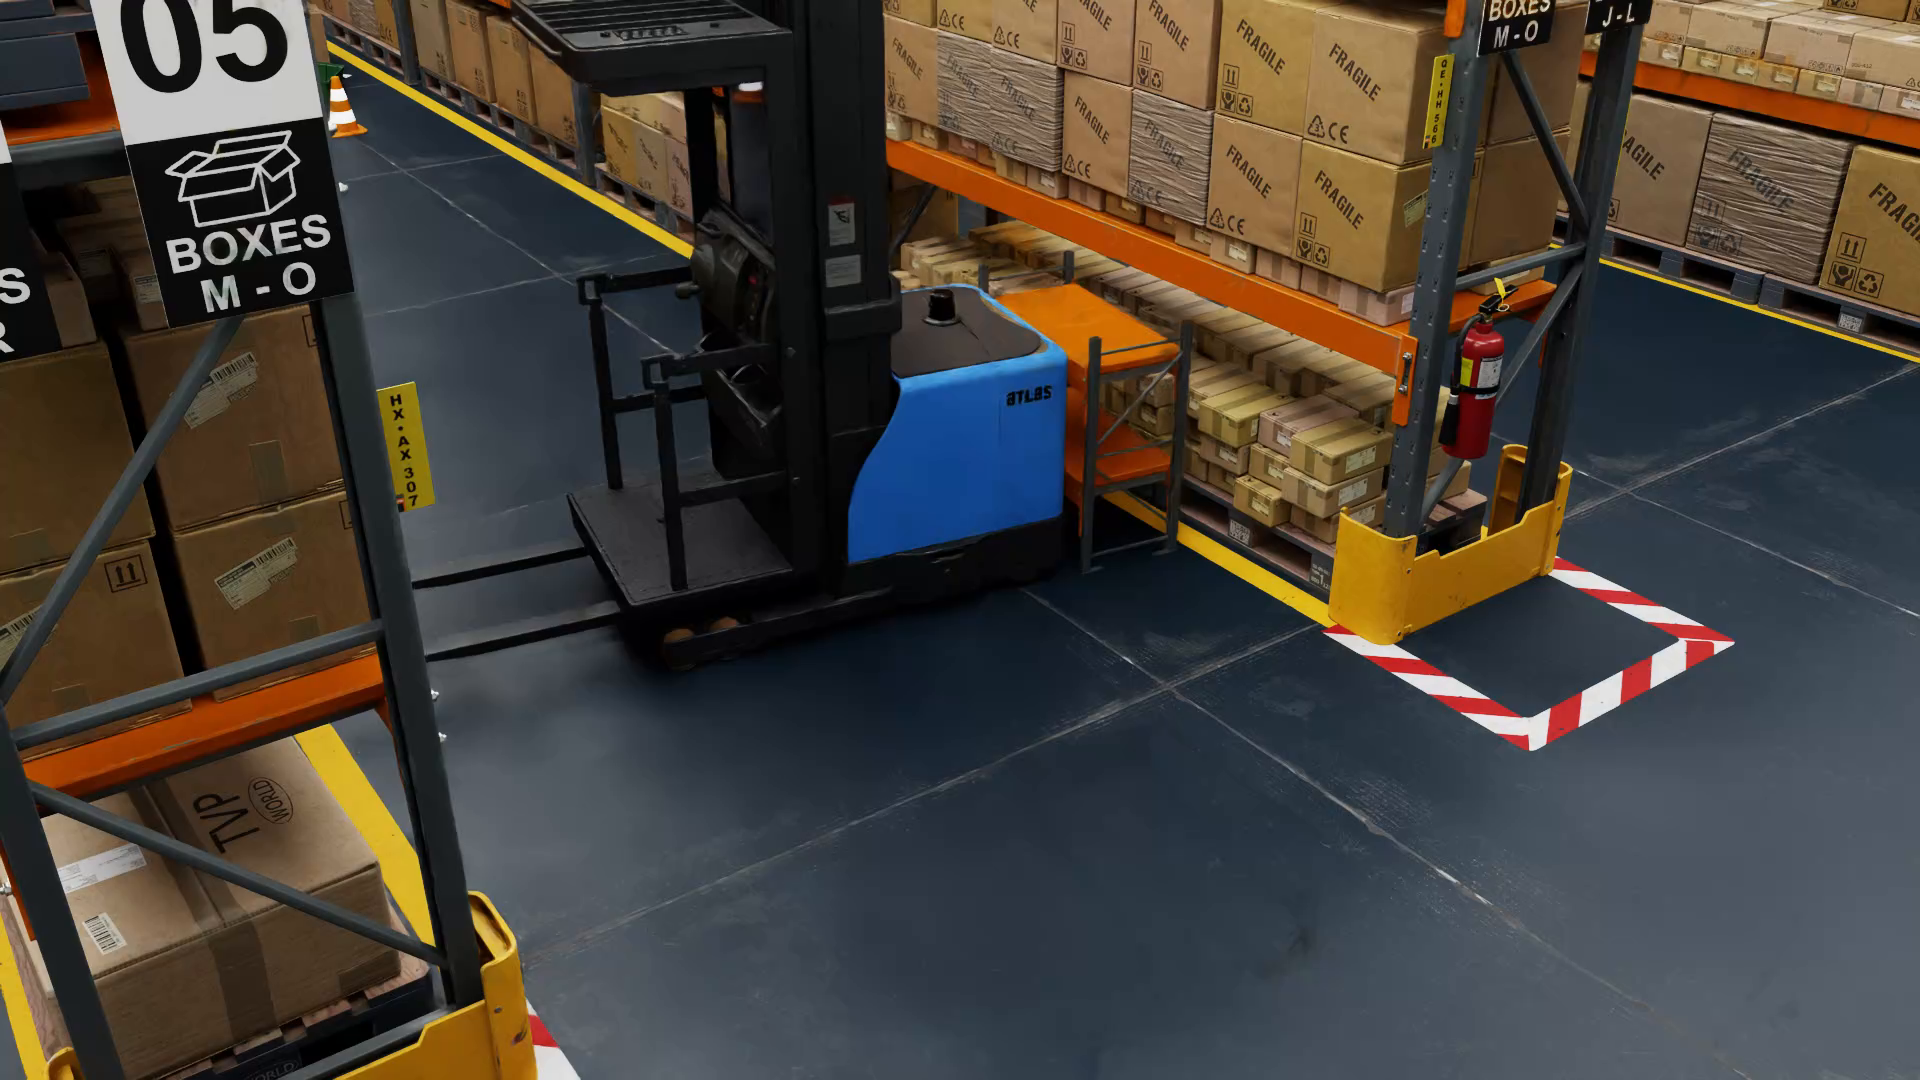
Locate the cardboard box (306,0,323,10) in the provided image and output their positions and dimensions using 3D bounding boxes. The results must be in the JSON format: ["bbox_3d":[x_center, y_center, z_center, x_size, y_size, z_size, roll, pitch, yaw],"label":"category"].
[{"bbox_3d":[-6.658,-6.290,17.975,0.875,0.875,0.875,-19,34,-30],"label":"cardboard box"}]

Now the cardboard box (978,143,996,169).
[{"bbox_3d":[0.313,-2.032,8.612,0.380,0.149,0.250,-20,35,-33],"label":"cardboard box"}]

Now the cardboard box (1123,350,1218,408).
[{"bbox_3d":[1.009,-0.779,7.966,0.380,0.149,0.250,-17,33,-29],"label":"cardboard box"}]

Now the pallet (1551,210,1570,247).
[{"bbox_3d":[4.331,-2.410,11.967,1.003,0.211,1.213,-19,34,-31],"label":"pallet"}]

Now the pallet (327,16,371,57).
[{"bbox_3d":[-5.875,-5.296,17.280,1.003,0.211,1.213,-19,34,-31],"label":"pallet"}]

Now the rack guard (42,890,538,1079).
[{"bbox_3d":[-1.784,1.453,4.550,1.175,0.500,0.348,-19,34,-31],"label":"rack guard"}]

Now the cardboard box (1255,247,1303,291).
[{"bbox_3d":[1.484,-1.203,7.085,0.380,0.149,0.250,-19,34,-31],"label":"cardboard box"}]

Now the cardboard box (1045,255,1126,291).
[{"bbox_3d":[0.691,-1.440,9.183,0.380,0.149,0.250,-18,33,-29],"label":"cardboard box"}]

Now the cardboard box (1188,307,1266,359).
[{"bbox_3d":[1.369,-1.061,8.485,0.380,0.149,0.250,-18,33,-30],"label":"cardboard box"}]

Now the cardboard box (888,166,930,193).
[{"bbox_3d":[-0.358,-2.395,10.411,0.500,0.250,0.500,-20,35,-33],"label":"cardboard box"}]

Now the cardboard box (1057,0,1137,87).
[{"bbox_3d":[0.795,-2.389,7.541,0.500,0.500,0.500,-20,34,-32],"label":"cardboard box"}]

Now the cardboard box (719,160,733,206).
[{"bbox_3d":[-1.371,-2.323,11.064,0.500,0.500,0.500,-20,34,-32],"label":"cardboard box"}]

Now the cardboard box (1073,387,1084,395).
[{"bbox_3d":[0.707,-0.856,8.419,0.380,0.149,0.250,-18,34,-30],"label":"cardboard box"}]

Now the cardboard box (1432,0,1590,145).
[{"bbox_3d":[2.131,-1.926,6.690,0.500,0.500,0.500,-19,34,-31],"label":"cardboard box"}]

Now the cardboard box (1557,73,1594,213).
[{"bbox_3d":[4.272,-2.925,11.779,0.875,0.875,0.875,-19,34,-31],"label":"cardboard box"}]

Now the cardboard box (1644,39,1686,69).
[{"bbox_3d":[4.607,-3.132,10.637,0.380,0.149,0.250,-18,33,-30],"label":"cardboard box"}]

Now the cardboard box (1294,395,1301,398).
[{"bbox_3d":[1.693,-0.724,8.175,0.380,0.149,0.250,-18,33,-29],"label":"cardboard box"}]

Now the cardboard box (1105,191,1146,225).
[{"bbox_3d":[0.913,-1.626,7.864,0.380,0.149,0.250,-18,33,-30],"label":"cardboard box"}]

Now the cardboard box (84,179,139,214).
[{"bbox_3d":[-2.046,-0.853,4.345,0.380,0.149,0.250,-18,33,-29],"label":"cardboard box"}]

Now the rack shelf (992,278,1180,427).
[{"bbox_3d":[0.542,-0.872,7.561,0.538,0.278,1.000,-13,31,-23],"label":"rack shelf"}]

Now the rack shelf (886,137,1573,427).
[{"bbox_3d":[1.015,-1.526,8.170,1.077,0.370,4.000,-19,34,-31],"label":"rack shelf"}]

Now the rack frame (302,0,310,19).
[{"bbox_3d":[-1.798,-2.291,2.539,1.000,3.000,0.127,-19,34,-31],"label":"rack frame"}]

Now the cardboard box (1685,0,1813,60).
[{"bbox_3d":[4.882,-3.174,10.297,0.500,0.250,0.500,-19,34,-31],"label":"cardboard box"}]

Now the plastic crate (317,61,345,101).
[{"bbox_3d":[-5.953,-4.224,15.270,0.450,0.188,0.662,6,28,-10],"label":"plastic crate"}]

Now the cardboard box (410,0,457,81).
[{"bbox_3d":[-4.352,-4.709,15.195,1.050,0.750,0.750,-19,34,-31],"label":"cardboard box"}]

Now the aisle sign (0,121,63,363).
[{"bbox_3d":[-2.009,-0.683,3.141,0.394,0.787,0.004,-19,34,-31],"label":"aisle sign"}]

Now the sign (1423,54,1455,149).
[{"bbox_3d":[1.712,-1.566,5.946,0.100,0.325,0.005,-19,34,-31],"label":"sign"}]

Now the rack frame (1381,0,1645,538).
[{"bbox_3d":[2.175,-1.064,6.566,1.000,3.000,0.127,-19,34,-31],"label":"rack frame"}]

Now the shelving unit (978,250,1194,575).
[{"bbox_3d":[0.540,-0.615,7.700,0.538,1.125,1.048,-13,31,-23],"label":"shelving unit"}]

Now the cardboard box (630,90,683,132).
[{"bbox_3d":[-1.968,-3.058,11.630,0.500,0.250,0.500,-19,34,-31],"label":"cardboard box"}]

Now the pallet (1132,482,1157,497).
[{"bbox_3d":[0.985,-0.668,8.758,1.003,0.211,1.213,-19,34,-31],"label":"pallet"}]

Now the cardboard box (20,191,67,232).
[{"bbox_3d":[-2.455,-0.800,4.928,0.500,0.500,0.500,-19,34,-31],"label":"cardboard box"}]

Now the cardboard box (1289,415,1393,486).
[{"bbox_3d":[1.662,-0.393,7.254,0.380,0.149,0.250,-18,33,-30],"label":"cardboard box"}]

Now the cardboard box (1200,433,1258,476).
[{"bbox_3d":[1.334,-0.454,7.679,0.380,0.149,0.250,-20,35,-33],"label":"cardboard box"}]

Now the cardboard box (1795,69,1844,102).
[{"bbox_3d":[5.206,-2.731,9.900,0.380,0.149,0.250,-20,34,-32],"label":"cardboard box"}]

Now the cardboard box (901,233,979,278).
[{"bbox_3d":[-0.114,-1.621,9.516,0.380,0.149,0.250,-17,33,-29],"label":"cardboard box"}]

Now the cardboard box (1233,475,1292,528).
[{"bbox_3d":[1.468,-0.215,7.550,0.380,0.149,0.250,-18,33,-29],"label":"cardboard box"}]

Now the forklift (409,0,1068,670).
[{"bbox_3d":[-1.089,-1.045,6.603,3.031,2.935,1.130,-13,31,-22],"label":"forklift"}]

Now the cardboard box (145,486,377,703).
[{"bbox_3d":[-1.843,0.035,4.437,0.500,0.500,0.500,-19,34,-31],"label":"cardboard box"}]

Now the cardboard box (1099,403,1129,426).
[{"bbox_3d":[0.890,-0.627,8.309,0.380,0.149,0.250,-18,33,-30],"label":"cardboard box"}]

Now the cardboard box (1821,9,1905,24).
[{"bbox_3d":[5.620,-3.121,10.199,0.500,0.250,0.500,-20,34,-32],"label":"cardboard box"}]

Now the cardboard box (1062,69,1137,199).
[{"bbox_3d":[0.828,-1.935,7.754,0.500,0.500,0.500,-17,33,-28],"label":"cardboard box"}]

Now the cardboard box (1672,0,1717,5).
[{"bbox_3d":[4.608,-3.696,10.472,0.500,0.500,0.500,-20,34,-32],"label":"cardboard box"}]

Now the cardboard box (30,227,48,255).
[{"bbox_3d":[-2.336,-0.599,3.878,0.380,0.149,0.250,-18,33,-30],"label":"cardboard box"}]

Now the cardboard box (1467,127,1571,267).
[{"bbox_3d":[2.140,-1.490,6.934,0.500,0.500,0.500,-17,33,-28],"label":"cardboard box"}]

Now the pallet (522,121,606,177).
[{"bbox_3d":[-2.861,-3.276,13.561,1.003,0.211,1.213,-19,34,-31],"label":"pallet"}]

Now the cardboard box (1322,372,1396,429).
[{"bbox_3d":[1.890,-0.629,7.689,0.380,0.149,0.250,-18,33,-30],"label":"cardboard box"}]
